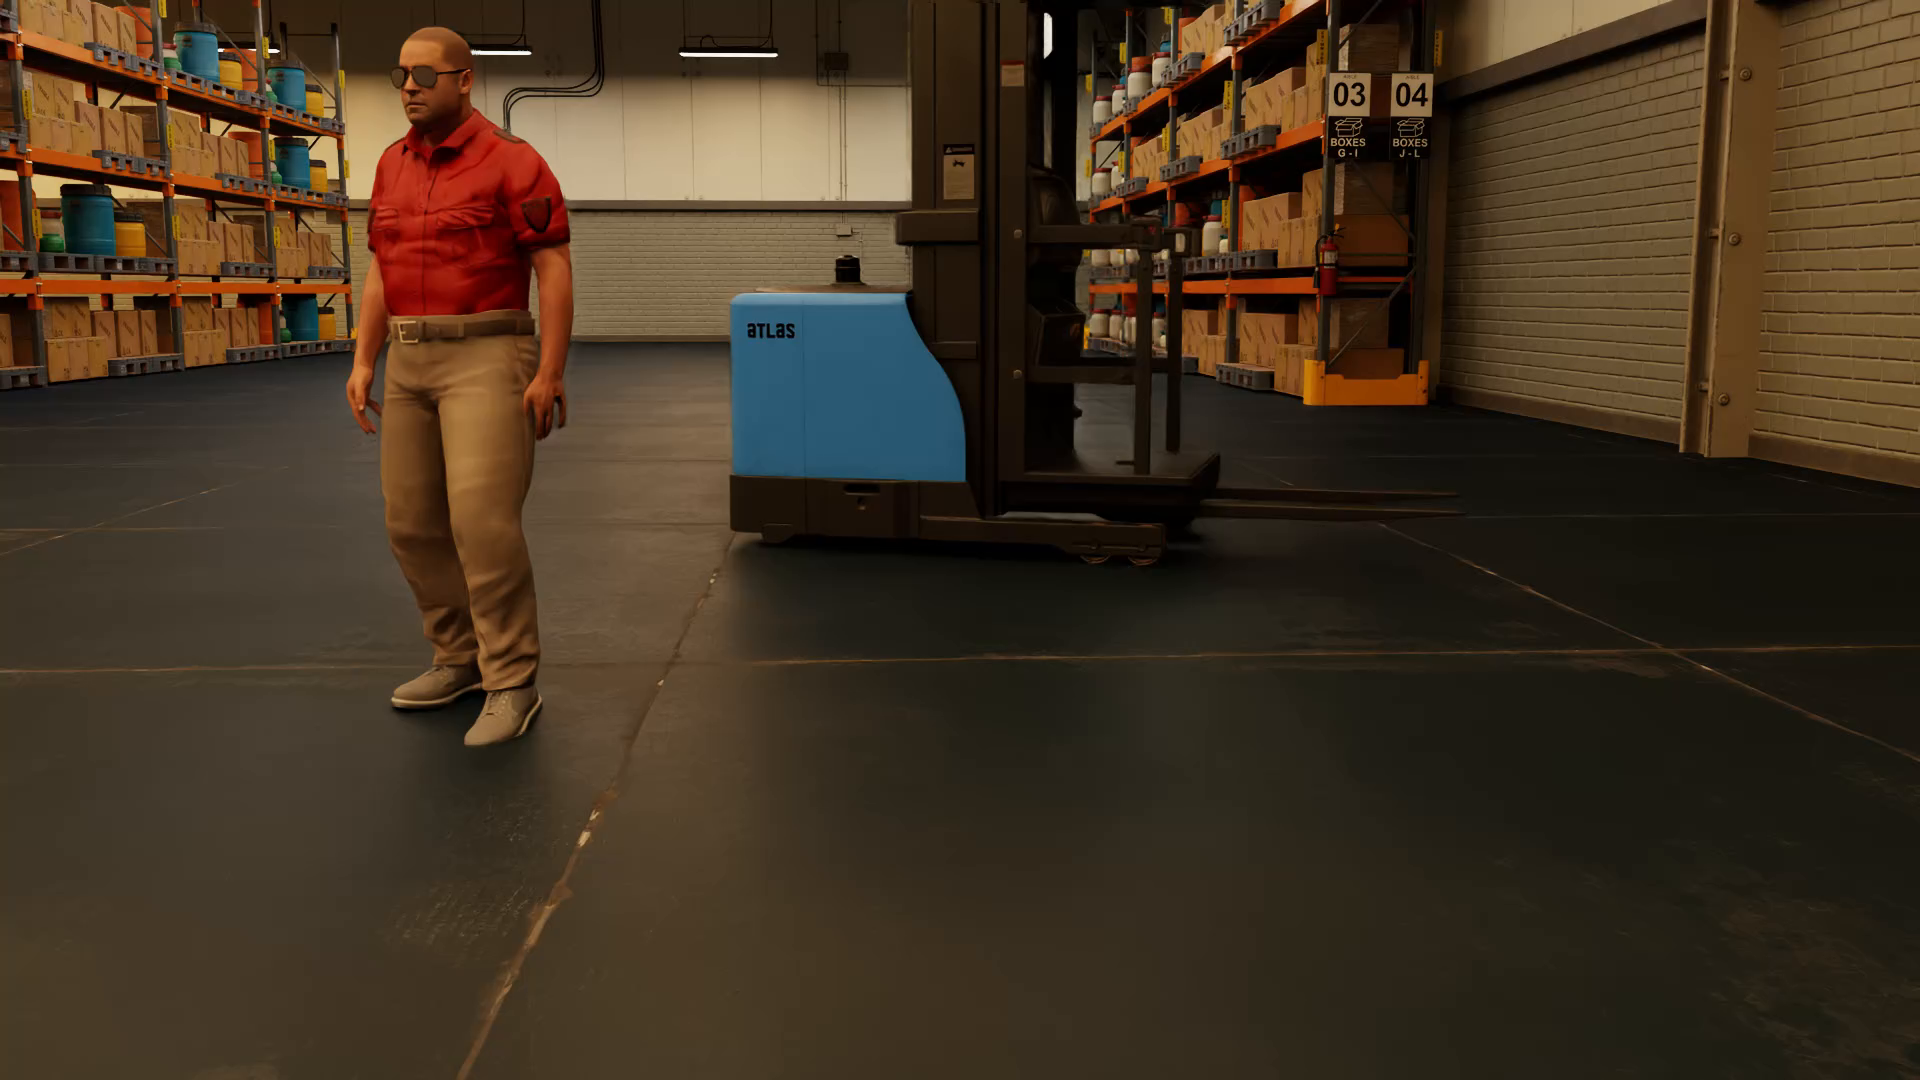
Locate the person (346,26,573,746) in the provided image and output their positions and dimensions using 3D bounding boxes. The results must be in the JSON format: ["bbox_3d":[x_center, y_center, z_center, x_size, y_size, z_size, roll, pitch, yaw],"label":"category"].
[{"bbox_3d":[-1.299,-0.388,4.189,0.613,1.754,0.495,4,9,25],"label":"person"}]

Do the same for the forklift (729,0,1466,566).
[{"bbox_3d":[0.588,-1.434,6.988,3.031,2.935,1.130,2,9,14],"label":"forklift"}]
